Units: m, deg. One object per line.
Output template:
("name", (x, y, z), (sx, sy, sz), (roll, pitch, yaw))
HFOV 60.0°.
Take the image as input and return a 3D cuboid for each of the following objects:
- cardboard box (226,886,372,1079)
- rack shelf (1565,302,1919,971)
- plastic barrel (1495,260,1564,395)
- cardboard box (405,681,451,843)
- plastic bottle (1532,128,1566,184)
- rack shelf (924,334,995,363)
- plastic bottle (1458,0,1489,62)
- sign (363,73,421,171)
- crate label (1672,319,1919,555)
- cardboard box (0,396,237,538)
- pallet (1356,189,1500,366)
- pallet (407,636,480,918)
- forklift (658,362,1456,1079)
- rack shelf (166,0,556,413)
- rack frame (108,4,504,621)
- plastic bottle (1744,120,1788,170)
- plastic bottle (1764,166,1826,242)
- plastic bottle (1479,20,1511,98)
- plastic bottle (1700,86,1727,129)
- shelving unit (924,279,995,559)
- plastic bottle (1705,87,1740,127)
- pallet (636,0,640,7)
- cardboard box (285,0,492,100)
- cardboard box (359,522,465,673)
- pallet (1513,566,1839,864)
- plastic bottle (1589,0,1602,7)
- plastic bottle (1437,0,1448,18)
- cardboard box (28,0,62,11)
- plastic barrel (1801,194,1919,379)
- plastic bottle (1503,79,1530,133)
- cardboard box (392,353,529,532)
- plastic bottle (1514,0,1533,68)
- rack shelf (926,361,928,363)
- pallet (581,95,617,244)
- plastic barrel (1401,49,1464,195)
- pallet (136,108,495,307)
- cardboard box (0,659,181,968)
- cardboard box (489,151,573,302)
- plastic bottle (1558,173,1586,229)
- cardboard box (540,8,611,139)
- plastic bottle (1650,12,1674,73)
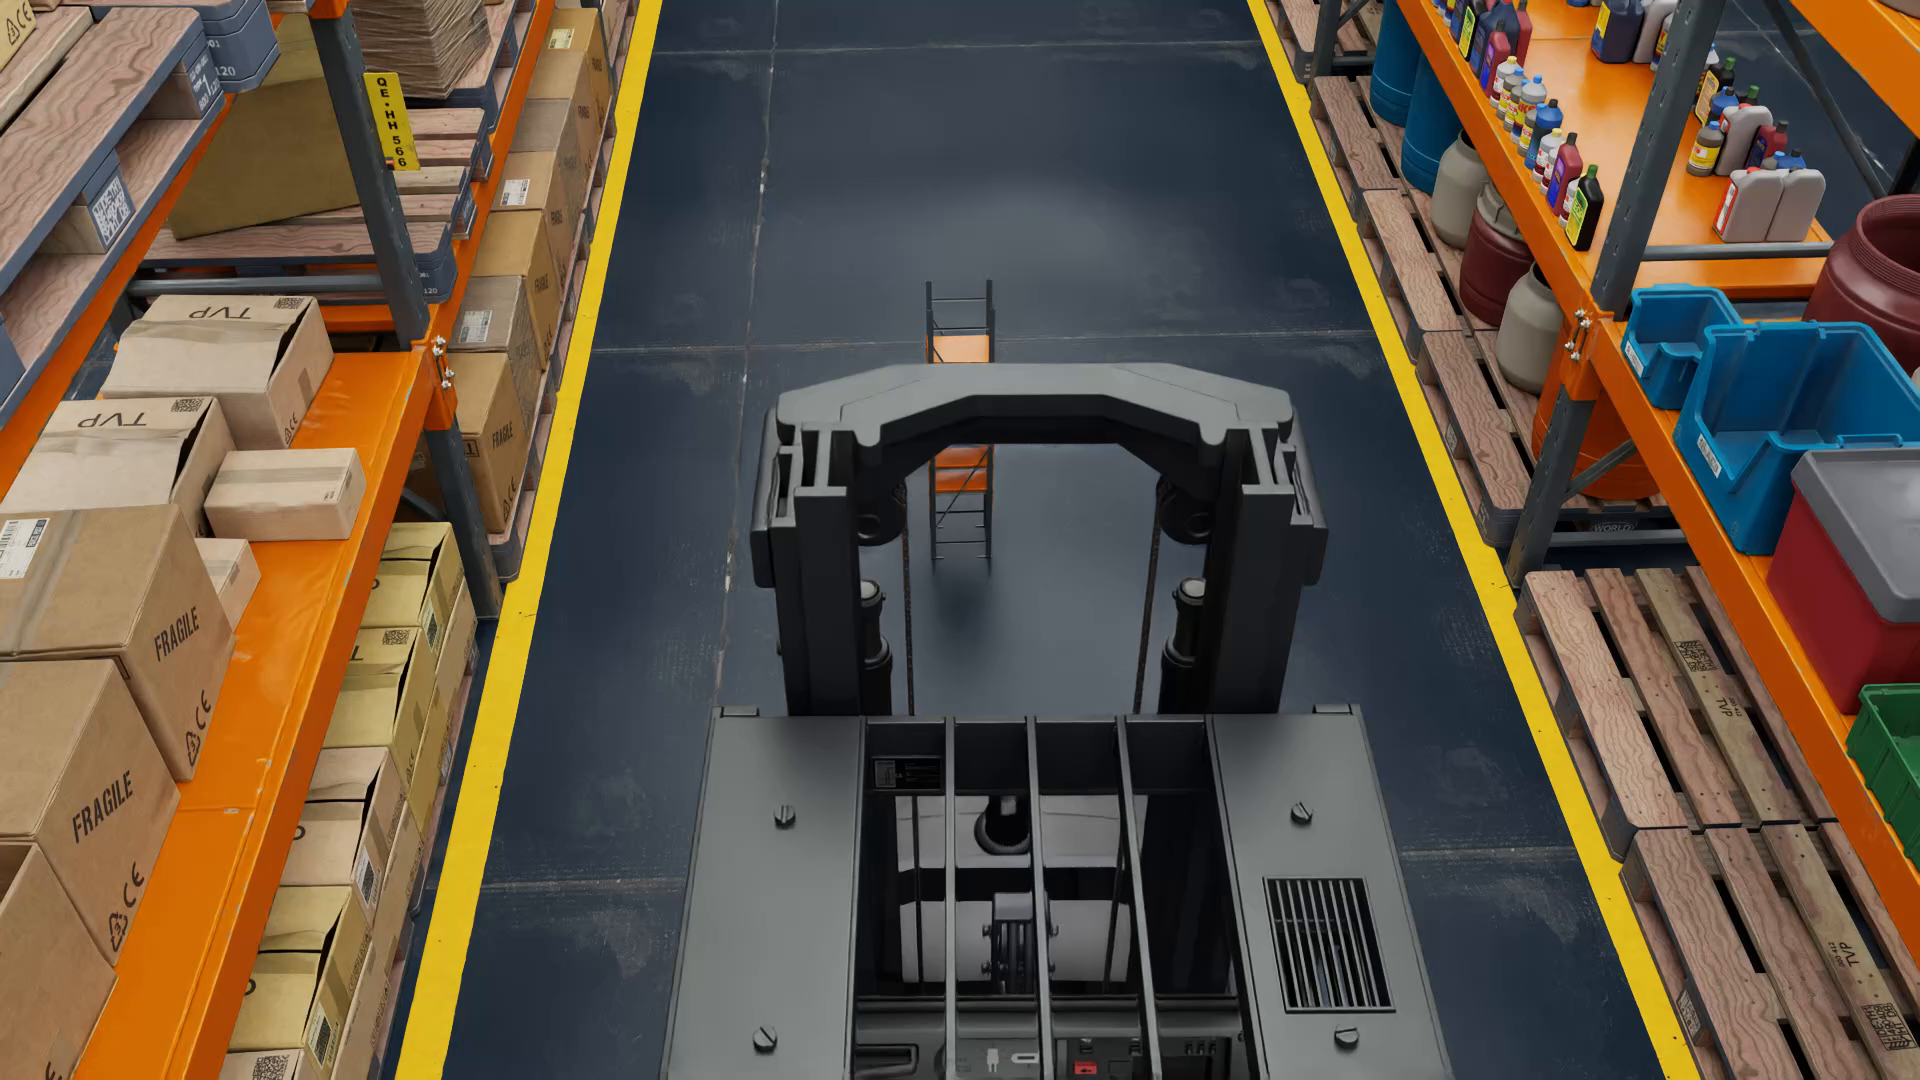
("cardboard box", (-1.946, 1.205, 4.525), (0.500, 0.311, 0.500), (-1, 43, -1))
("rack shelf", (2.754, 0.652, 4.351), (1.077, 0.370, 4.000), (-2, 43, -2))
("plastic barrel", (2.518, -0.910, 7.053), (0.421, 0.512, 0.421), (0, 43, 0))
("cardboard box", (-1.989, 0.731, 5.457), (0.500, 0.250, 0.500), (-2, 43, -2))
("plastic bottle", (2.225, -1.451, 6.260), (0.097, 0.201, 0.097), (0, 43, 0))
("rack shelf", (0.001, -0.665, 6.121), (0.258, 0.103, 0.180), (-2, 43, -2))
("plastic bottle", (2.163, -2.168, 6.981), (0.061, 0.283, 0.133), (-2, 43, -2))
("sign", (-1.726, -1.269, 5.057), (0.100, 0.325, 0.005), (-2, 43, -2))
("crate label", (2.441, -0.298, 4.829), (0.502, 0.435, 0.616), (-2, 43, -2))
("cardboard box", (-2.436, -0.182, 4.794), (0.500, 0.311, 0.500), (-2, 43, -2))
("pallet", (2.545, -1.288, 7.999), (1.003, 0.211, 1.213), (-2, 43, -2))
("pallet", (-2.284, 0.761, 5.764), (1.003, 0.211, 1.213), (-2, 43, -2))
("forklift", (0.129, 1.237, 3.231), (1.130, 2.935, 3.031), (0, 43, 0))
("rack shelf", (-2.365, -1.909, 7.145), (1.077, 0.370, 4.000), (-2, 43, -2))
("rack frame", (-2.280, -0.824, 5.429), (1.000, 3.000, 0.127), (-2, 43, -2))
("plastic bottle", (3.005, -1.445, 6.193), (0.061, 0.283, 0.133), (-2, 43, -2))
("plastic bottle", (2.973, -1.219, 5.952), (0.152, 0.276, 0.135), (-2, 43, -2))
("plastic bottle", (2.177, -1.953, 6.747), (0.061, 0.283, 0.133), (-2, 43, -2))
("plastic bottle", (2.971, -1.673, 6.502), (0.097, 0.201, 0.097), (0, 43, 0))
("shelving unit", (0.001, -0.433, 6.334), (0.258, 1.200, 0.189), (-2, 43, -2))
("plastic bottle", (2.915, -1.607, 6.379), (0.097, 0.271, 0.097), (0, 43, 0))
("pallet", (-2.533, -3.785, 10.724), (1.003, 0.211, 1.213), (-2, 43, -2))
("cardboard box", (-2.268, -2.060, 6.393), (0.700, 0.500, 0.500), (6, 43, 6))
("cardboard box", (-2.012, 0.175, 5.649), (0.500, 0.311, 0.500), (-1, 43, -1))
("pallet", (2.663, 0.589, 5.952), (1.003, 0.211, 1.213), (-2, 43, -2))
("plastic bottle", (2.891, -2.527, 7.379), (0.152, 0.276, 0.135), (-2, 43, -2))
("plastic bottle", (2.165, -2.432, 7.279), (0.097, 0.271, 0.097), (0, 43, 0))
("cardboard box", (-2.164, -1.371, 3.606), (0.500, 0.250, 0.500), (-1, 43, -1))
("plastic barrel", (2.991, -0.709, 5.203), (0.600, 0.536, 0.708), (-2, 43, -2))
("plastic bottle", (2.208, -1.714, 6.547), (0.097, 0.201, 0.097), (0, 43, 0))
("cardboard box", (-2.014, -0.380, 6.469), (0.500, 0.500, 0.500), (0, 43, 0))
("plastic bottle", (2.313, -2.082, 6.888), (0.061, 0.283, 0.133), (-2, 43, -2))
("rack shelf", (0.001, -0.577, 6.202), (0.258, 0.103, 0.180), (-2, 43, -2))
("pallet", (-2.378, -1.948, 8.719), (1.003, 0.211, 1.213), (-2, 43, -2))
("plastic barrel", (2.535, -2.199, 8.172), (0.600, 0.901, 0.708), (-2, 43, -2))
("pallet", (-2.379, -1.209, 5.991), (1.213, 0.211, 1.003), (-2, 43, -2))
("cardboard box", (-2.170, 0.627, 3.772), (0.500, 0.500, 0.500), (-2, 43, -2))
("cardboard box", (-2.085, -1.424, 7.608), (0.500, 0.500, 0.500), (-3, 43, -3))
("plastic bottle", (2.239, -1.230, 6.018), (0.097, 0.201, 0.097), (0, 43, 0))
("cardboard box", (-2.143, -2.440, 8.716), (0.500, 0.500, 0.500), (-2, 43, -2))
("plastic bottle", (2.947, -2.076, 6.890), (0.097, 0.271, 0.097), (0, 43, 0))
